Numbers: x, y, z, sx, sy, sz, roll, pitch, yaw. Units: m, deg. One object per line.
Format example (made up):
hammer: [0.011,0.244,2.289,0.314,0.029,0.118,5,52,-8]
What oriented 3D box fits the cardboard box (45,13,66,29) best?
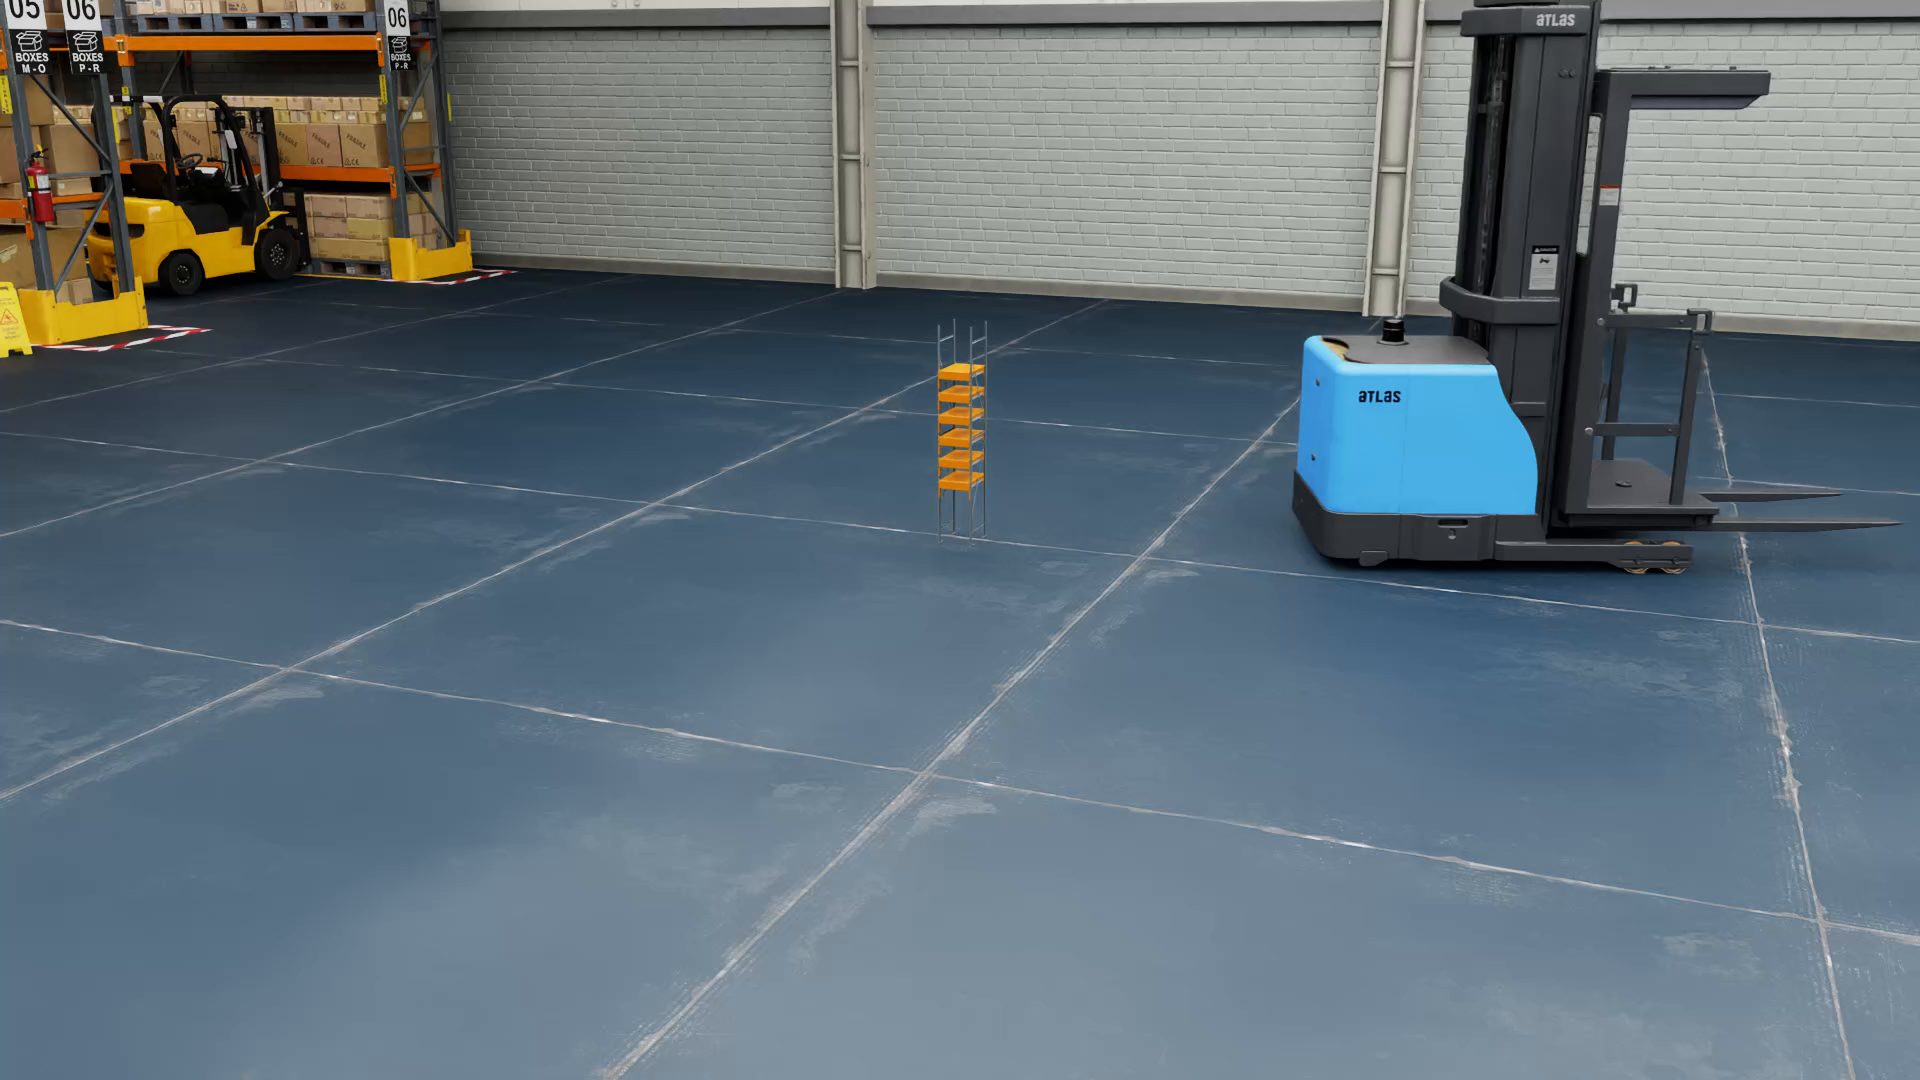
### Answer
cardboard box: [-8.474,-4.839,15.531,0.250,0.149,0.380,6,17,21]

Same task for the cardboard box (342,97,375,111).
cardboard box: [-7.118,-5.190,19.794,0.250,0.149,0.380,6,17,21]

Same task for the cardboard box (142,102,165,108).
cardboard box: [-10.000,-5.490,20.829,0.250,0.149,0.380,7,17,22]

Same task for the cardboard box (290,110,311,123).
cardboard box: [-7.852,-5.115,20.070,0.250,0.149,0.380,6,17,19]

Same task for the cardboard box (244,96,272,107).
cardboard box: [-8.534,-5.358,20.374,0.250,0.149,0.380,6,17,21]

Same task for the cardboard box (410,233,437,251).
cardboard box: [-6.852,-3.671,20.616,0.500,0.250,0.500,6,17,21]

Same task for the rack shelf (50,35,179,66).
rack shelf: [-12.048,-6.397,21.739,4.000,0.370,1.077,6,17,21]

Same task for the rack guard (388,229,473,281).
rack guard: [-6.444,-3.486,20.283,0.348,0.500,1.175,6,17,21]

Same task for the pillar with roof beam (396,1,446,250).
pillar with roof beam: [-8.363,-6.758,16.311,0.400,9.000,9.100,6,17,21]

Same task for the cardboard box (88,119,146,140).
cardboard box: [-10.738,-5.250,21.248,0.500,0.250,0.500,6,17,19]

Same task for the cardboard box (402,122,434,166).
cardboard box: [-6.826,-4.859,20.352,0.500,0.500,0.500,7,18,22]

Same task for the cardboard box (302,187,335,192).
cardboard box: [-8.246,-4.306,21.012,0.500,0.250,0.500,6,17,20]

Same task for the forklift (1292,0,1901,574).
forklift: [3.404,-1.382,8.675,3.031,2.935,1.130,0,16,1]

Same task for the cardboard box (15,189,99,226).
cardboard box: [-12.096,-4.367,22.342,0.625,0.625,0.875,6,17,18]

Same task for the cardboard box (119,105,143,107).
cardboard box: [-10.898,-5.616,21.794,0.250,0.149,0.380,6,17,20]

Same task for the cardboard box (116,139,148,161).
cardboard box: [-10.752,-5.009,21.317,0.500,0.250,0.500,7,17,22]

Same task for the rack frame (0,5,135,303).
rack frame: [-8.284,-3.401,15.507,0.127,3.000,1.000,6,17,21]

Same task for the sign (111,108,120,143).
sign: [-8.085,-3.957,15.872,0.005,0.325,0.100,6,17,21]

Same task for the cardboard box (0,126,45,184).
cardboard box: [-8.890,-3.576,15.397,0.500,0.500,0.500,6,17,20]

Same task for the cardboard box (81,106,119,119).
cardboard box: [-11.042,-5.495,21.378,0.250,0.149,0.380,6,17,21]

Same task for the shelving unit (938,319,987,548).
shelving unit: [0.013,-0.575,9.001,0.189,1.200,0.258,6,17,21]

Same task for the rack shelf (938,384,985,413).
rack shelf: [0.013,-0.763,8.947,0.180,0.103,0.258,6,17,21]

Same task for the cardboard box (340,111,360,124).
cardboard box: [-7.141,-5.029,19.774,0.250,0.149,0.380,7,17,22]

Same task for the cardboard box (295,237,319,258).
cardboard box: [-7.941,-3.643,20.519,0.500,0.250,0.500,6,17,21]

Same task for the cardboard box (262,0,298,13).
cardboard box: [-7.884,-6.539,19.827,0.500,0.500,0.700,6,17,21]

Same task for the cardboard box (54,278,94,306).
cardboard box: [-8.933,-2.436,16.364,0.500,0.250,0.500,6,17,20]

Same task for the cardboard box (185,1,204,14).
cardboard box: [-9.167,-6.464,20.197,0.250,0.149,0.380,7,18,22]

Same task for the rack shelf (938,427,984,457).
rack shelf: [0.013,-0.532,9.014,0.180,0.103,0.258,6,17,21]

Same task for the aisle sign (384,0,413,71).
aisle sign: [-6.513,-5.854,19.295,0.004,0.787,0.394,6,17,21]

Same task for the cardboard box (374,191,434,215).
cardboard box: [-6.844,-4.148,20.467,0.500,0.250,0.500,6,17,20]

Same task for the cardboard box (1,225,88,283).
cardboard box: [-8.956,-2.799,16.267,0.500,0.500,0.500,6,17,19]

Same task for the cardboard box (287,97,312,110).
cardboard box: [-7.859,-5.252,20.009,0.250,0.149,0.380,7,18,22]

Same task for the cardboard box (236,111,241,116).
cardboard box: [-8.807,-5.218,20.424,0.250,0.149,0.380,6,17,19]

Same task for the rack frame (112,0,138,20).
rack frame: [-10.188,-7.979,20.516,0.127,3.000,1.000,6,17,21]

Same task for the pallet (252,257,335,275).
pallet: [-8.324,-3.542,20.995,1.213,0.211,1.003,6,17,21]

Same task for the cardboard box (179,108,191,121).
cardboard box: [-9.494,-5.311,20.744,0.250,0.149,0.380,6,17,21]

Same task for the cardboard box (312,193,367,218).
cardboard box: [-7.487,-4.067,20.187,0.500,0.250,0.500,7,17,22]

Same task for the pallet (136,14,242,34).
pallet: [-9.385,-6.415,20.669,1.213,0.211,1.003,6,17,21]

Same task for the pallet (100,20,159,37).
pallet: [-11.013,-6.533,21.260,1.217,0.209,0.805,6,17,18]

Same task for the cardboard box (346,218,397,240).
cardboard box: [-7.034,-3.778,20.090,0.500,0.250,0.500,6,17,20]

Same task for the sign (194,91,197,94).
sign: [-9.985,-5.695,21.717,0.005,0.325,0.100,6,17,21]

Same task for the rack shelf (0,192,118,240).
rack shelf: [-10.145,-3.260,16.312,4.000,0.370,1.077,6,17,21]

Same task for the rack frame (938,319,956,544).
rack frame: [-0.072,-0.584,9.034,0.006,1.200,0.240,6,17,21]

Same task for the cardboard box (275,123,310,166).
cardboard box: [-7.977,-4.826,20.239,0.500,0.500,0.500,6,17,20]

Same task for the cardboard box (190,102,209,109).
cardboard box: [-9.281,-5.410,20.554,0.250,0.149,0.380,7,17,22]

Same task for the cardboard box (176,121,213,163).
cardboard box: [-9.380,-4.984,20.780,0.500,0.500,0.500,7,17,22]

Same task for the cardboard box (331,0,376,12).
cardboard box: [-6.968,-6.409,19.377,0.500,0.500,0.500,7,18,22]
